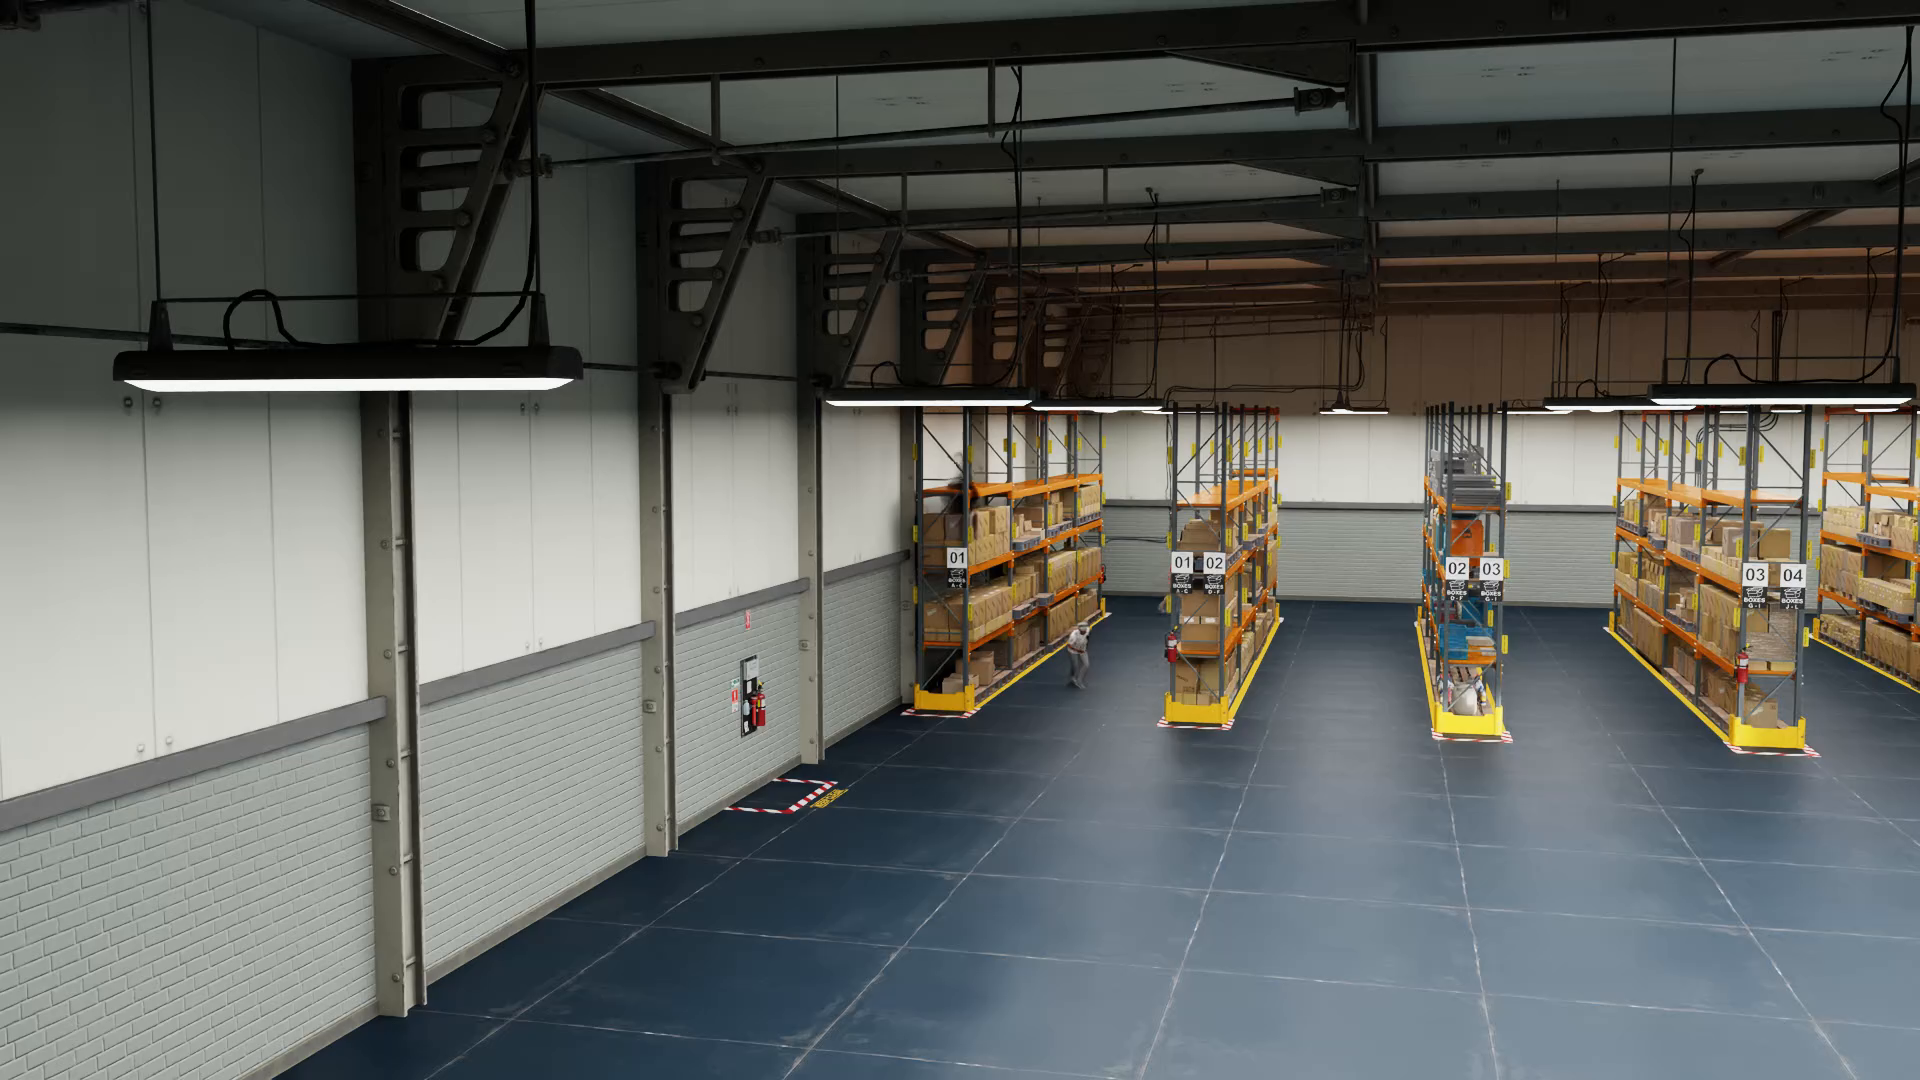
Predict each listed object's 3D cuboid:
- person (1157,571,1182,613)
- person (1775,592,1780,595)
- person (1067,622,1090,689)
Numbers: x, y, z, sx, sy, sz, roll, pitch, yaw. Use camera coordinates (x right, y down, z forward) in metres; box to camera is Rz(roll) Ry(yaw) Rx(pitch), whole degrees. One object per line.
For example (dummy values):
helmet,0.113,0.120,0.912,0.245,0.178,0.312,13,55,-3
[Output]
person,6.263,1.369,48.256,1.080,1.575,0.682,3,5,32
person,20.870,1.784,41.943,0.562,1.717,0.694,1,4,8
person,2.469,2.421,35.319,0.567,1.456,1.123,-1,4,-17
